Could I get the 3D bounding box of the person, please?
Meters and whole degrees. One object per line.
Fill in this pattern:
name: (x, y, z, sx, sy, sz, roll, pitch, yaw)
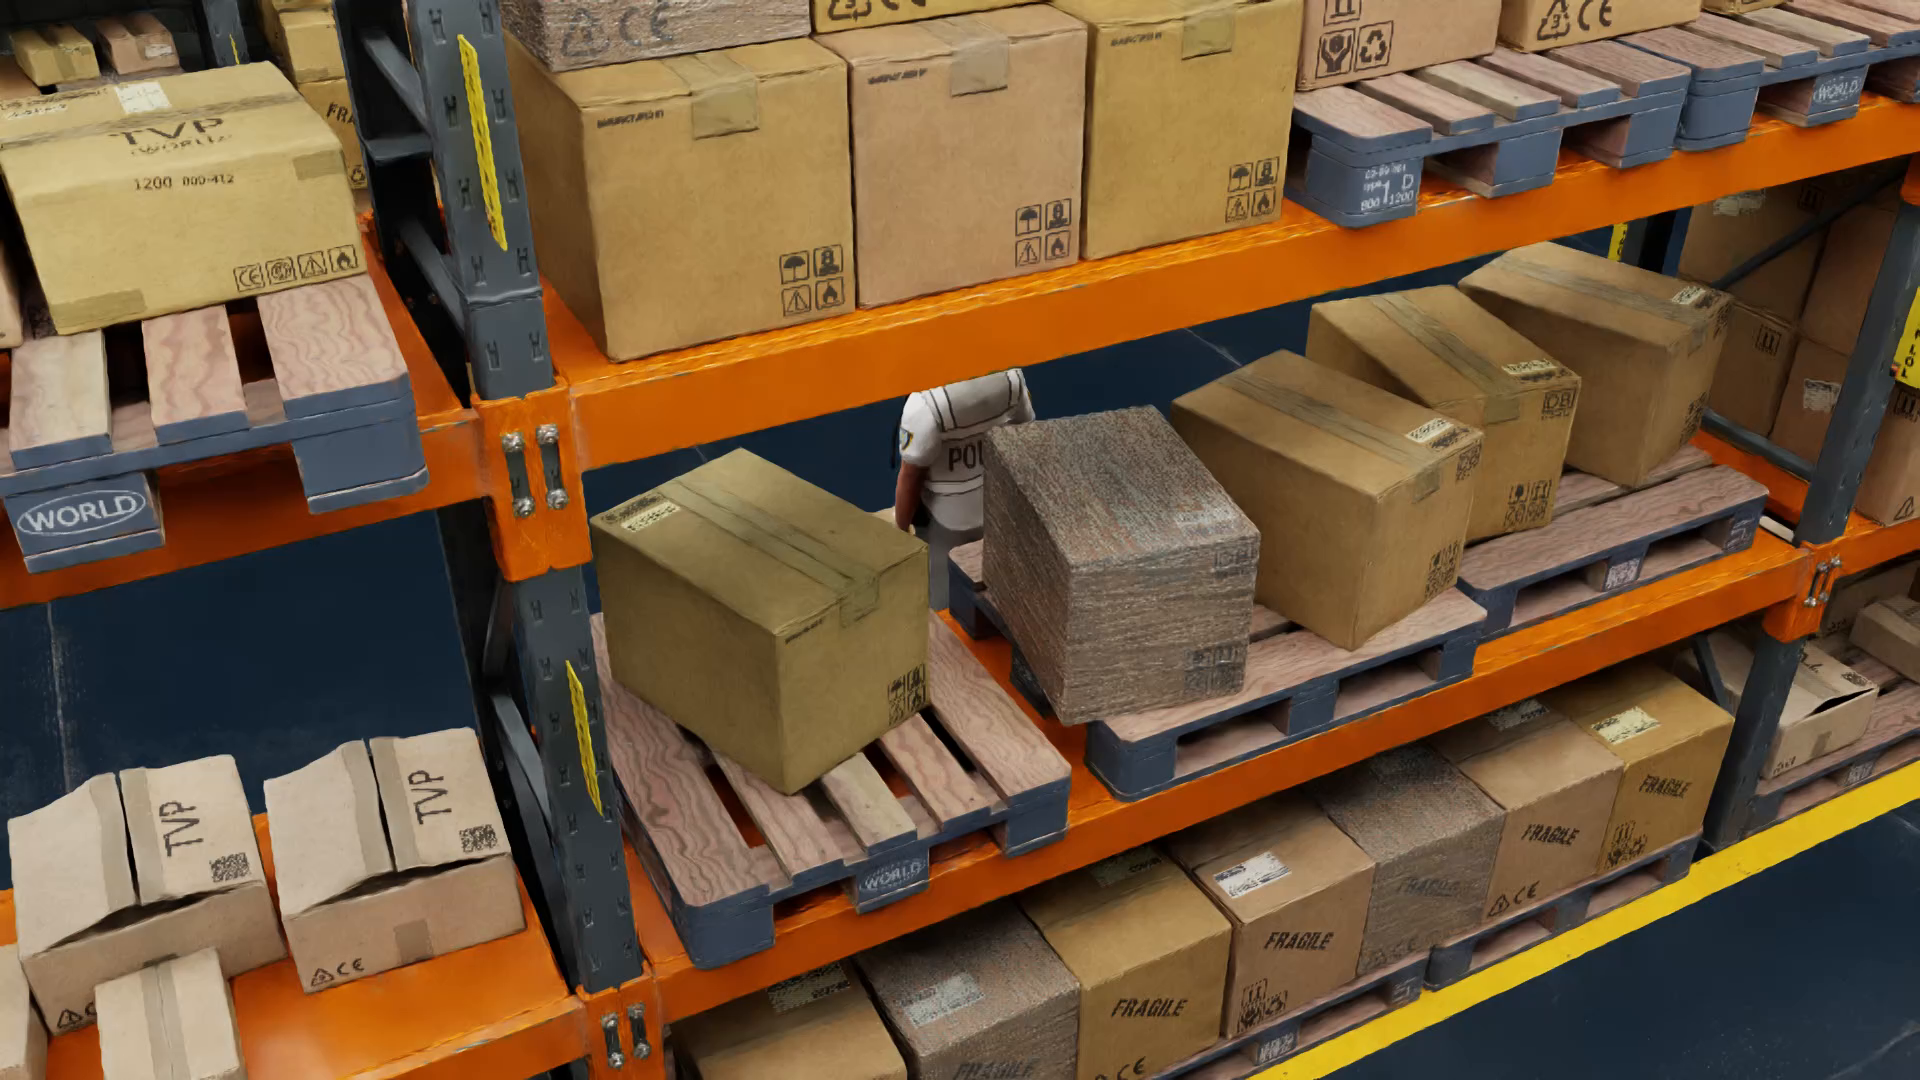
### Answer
person: (0.021, -0.144, 6.337, 0.774, 1.746, 0.658, -25, 40, -33)
